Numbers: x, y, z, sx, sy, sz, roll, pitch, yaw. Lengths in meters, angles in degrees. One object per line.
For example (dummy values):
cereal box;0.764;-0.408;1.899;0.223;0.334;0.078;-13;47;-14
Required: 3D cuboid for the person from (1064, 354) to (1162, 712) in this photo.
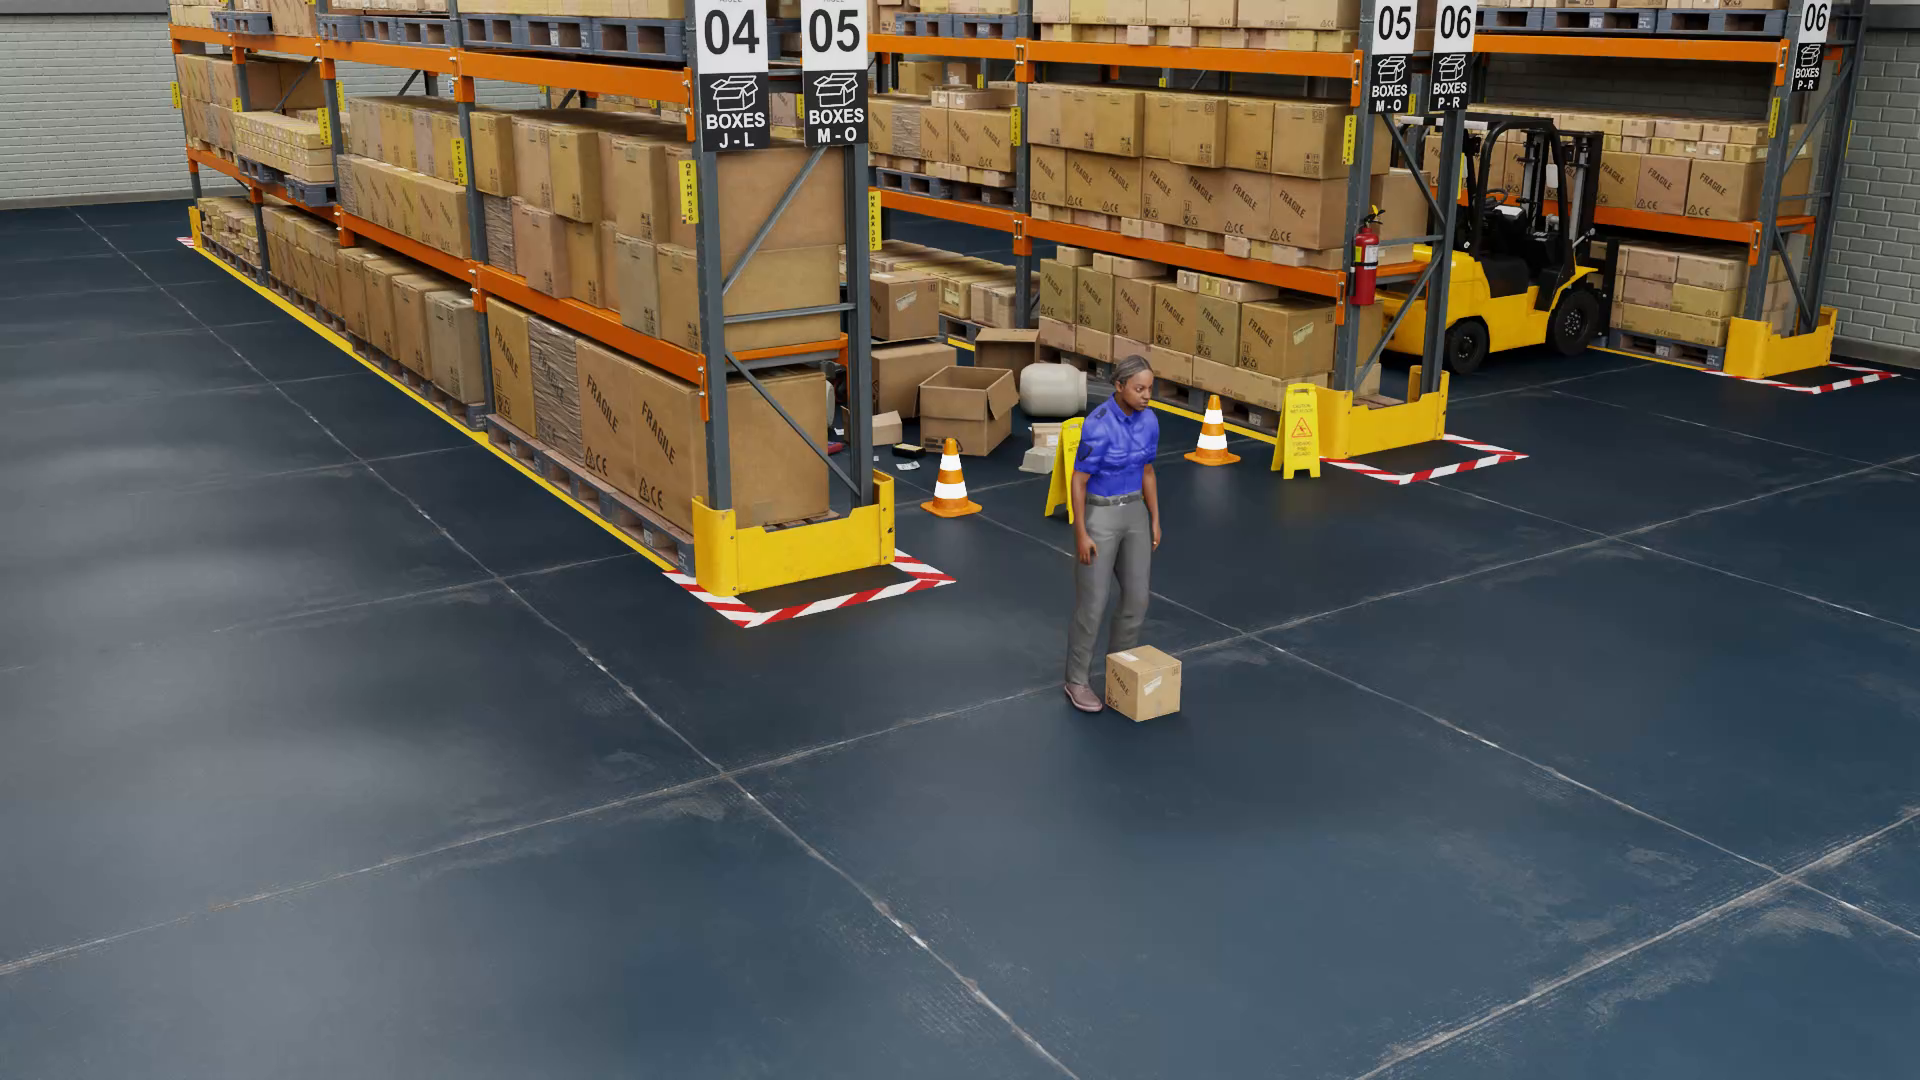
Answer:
person;0.721;-0.056;7.734;0.521;1.655;0.351;-12;22;-33
